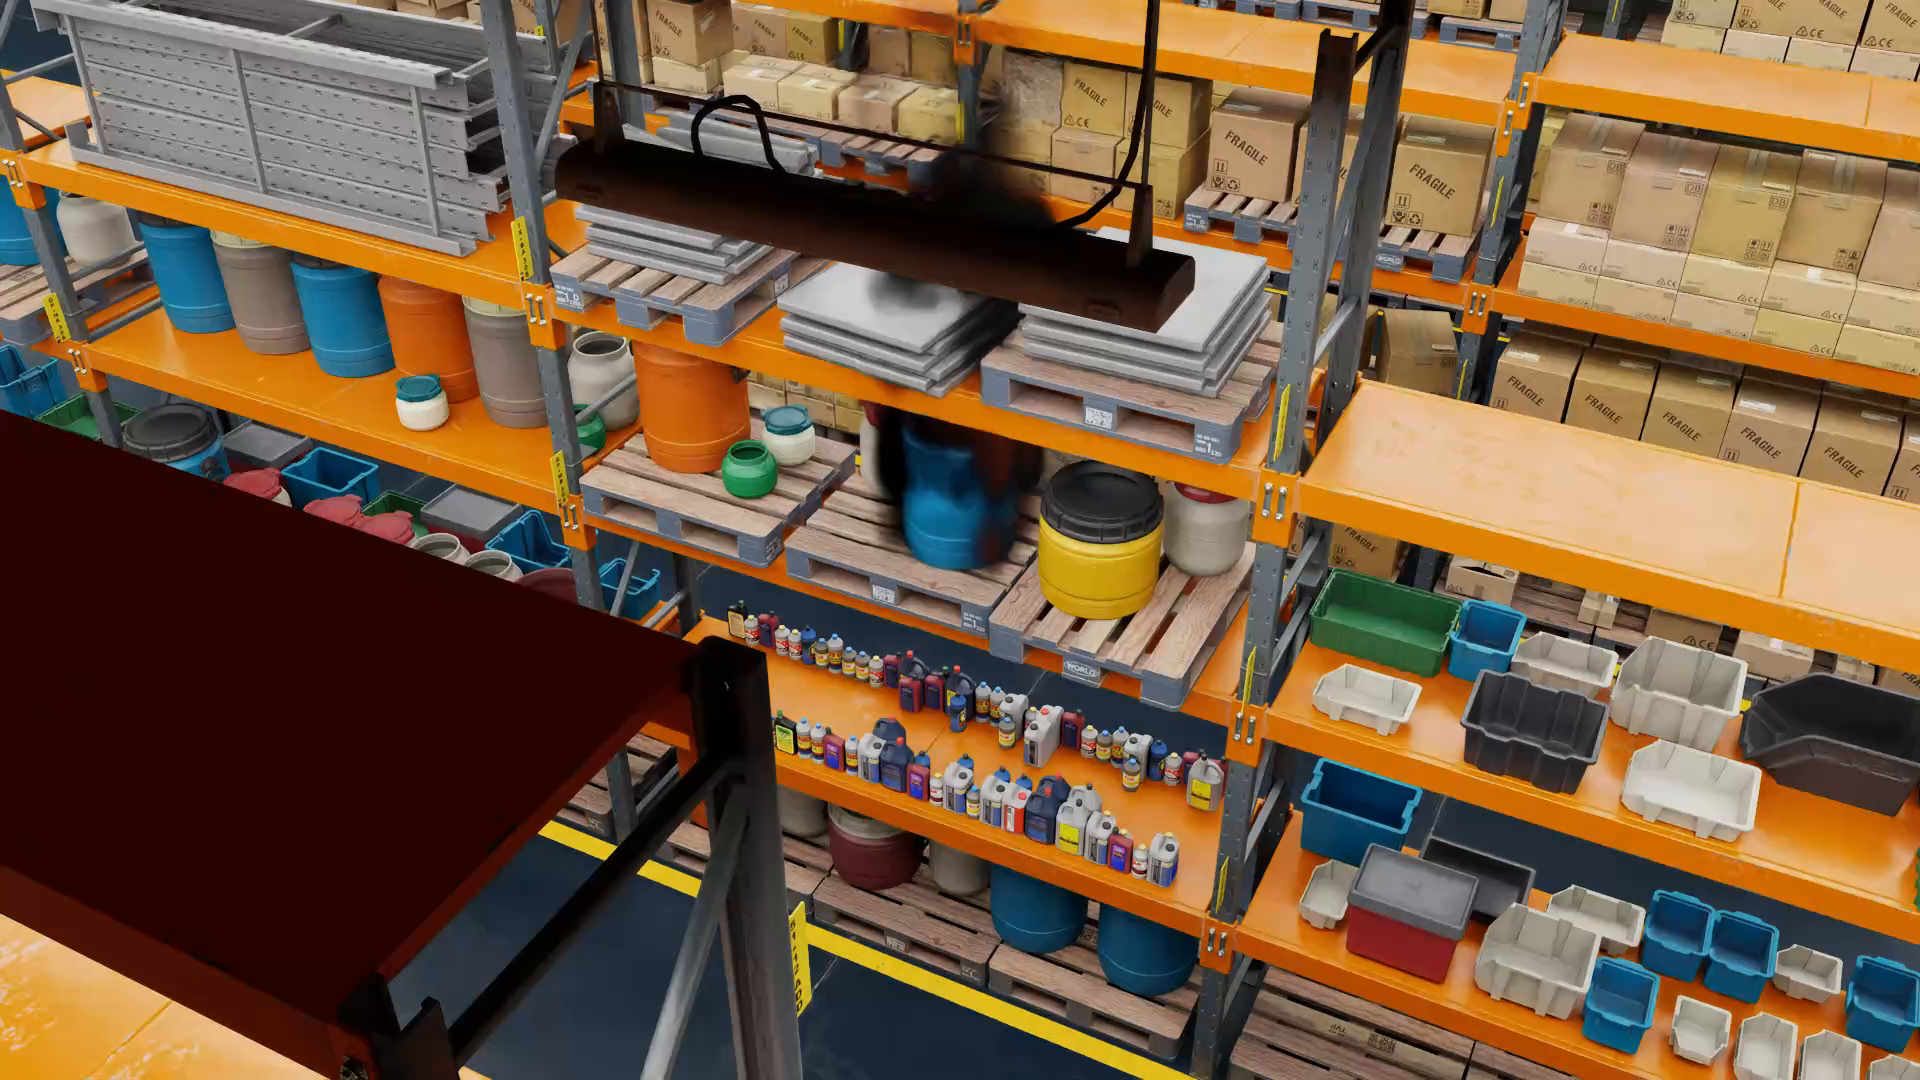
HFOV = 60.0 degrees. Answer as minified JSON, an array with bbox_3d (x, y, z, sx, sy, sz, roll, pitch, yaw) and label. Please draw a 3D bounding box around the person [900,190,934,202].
[{"bbox_3d":[-0.466,-3.327,17.097,0.660,1.745,0.675,3,35,4],"label":"person"}]
